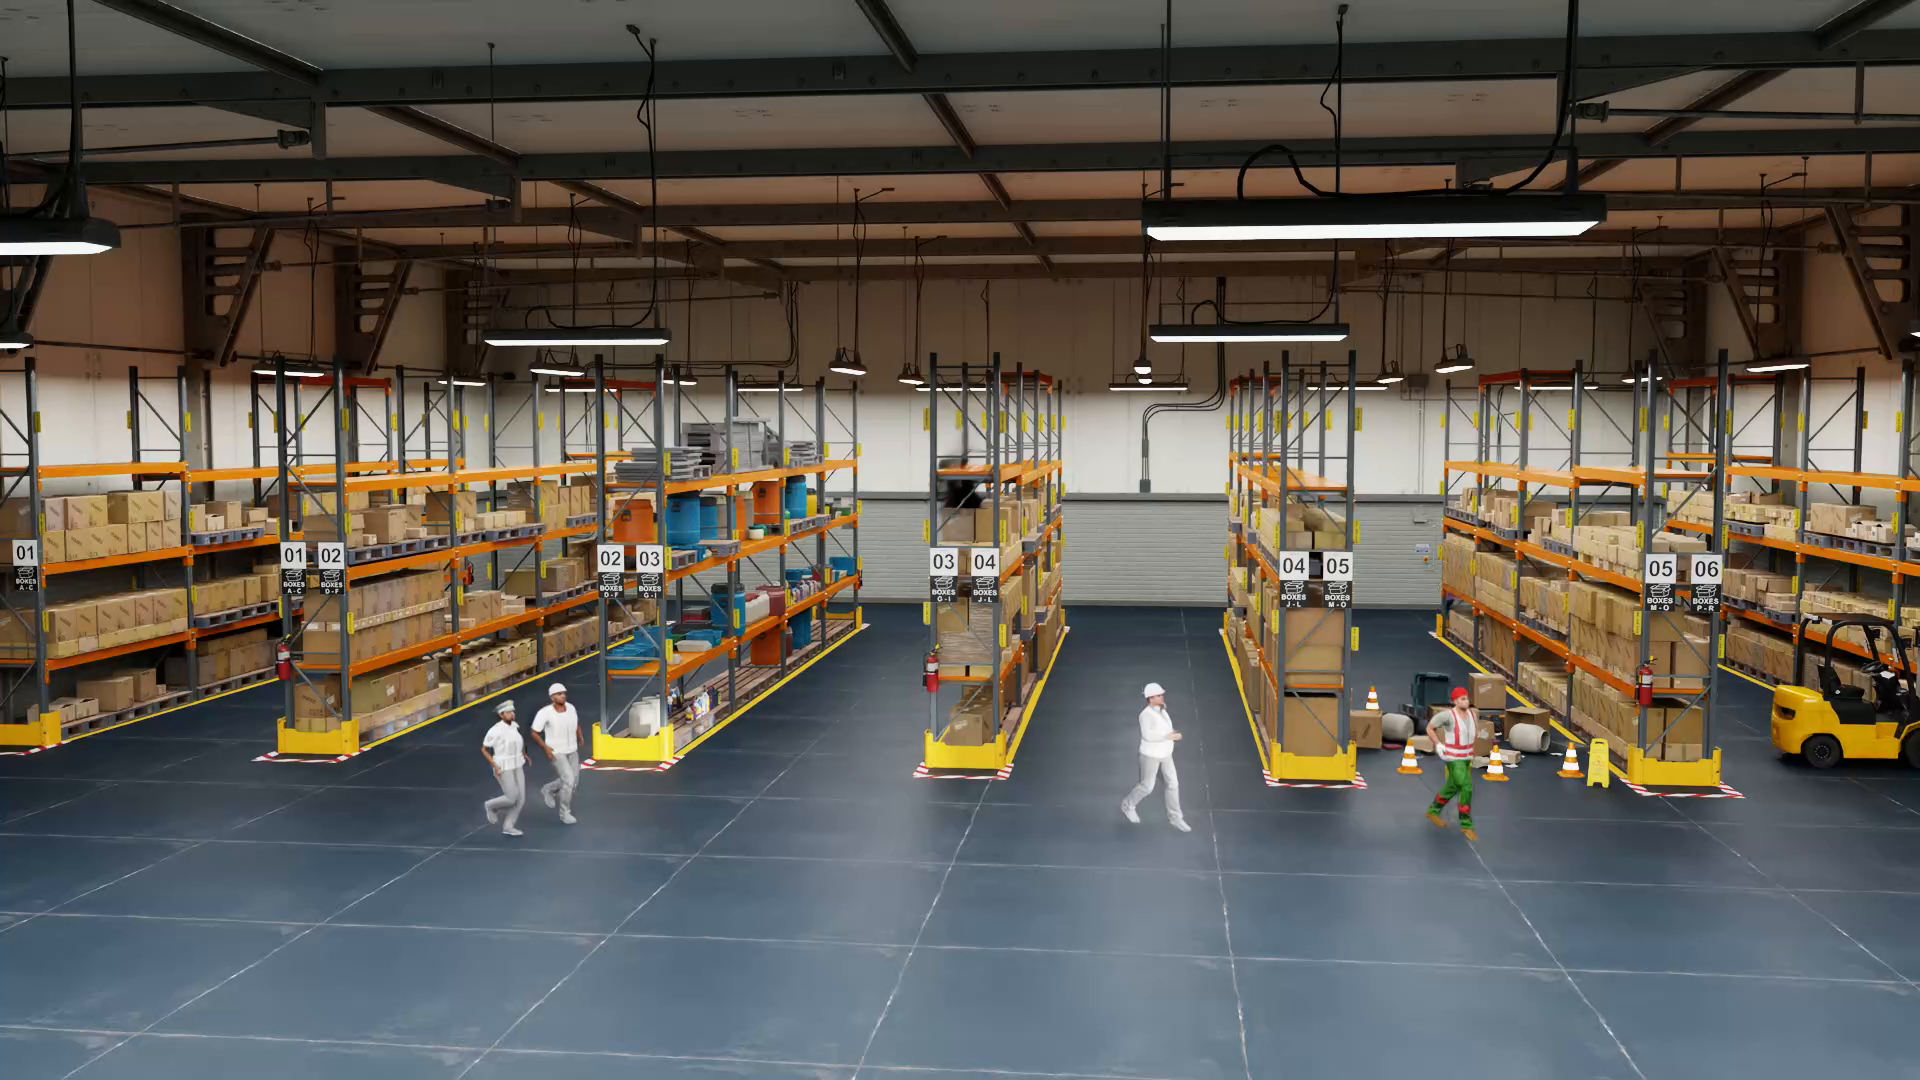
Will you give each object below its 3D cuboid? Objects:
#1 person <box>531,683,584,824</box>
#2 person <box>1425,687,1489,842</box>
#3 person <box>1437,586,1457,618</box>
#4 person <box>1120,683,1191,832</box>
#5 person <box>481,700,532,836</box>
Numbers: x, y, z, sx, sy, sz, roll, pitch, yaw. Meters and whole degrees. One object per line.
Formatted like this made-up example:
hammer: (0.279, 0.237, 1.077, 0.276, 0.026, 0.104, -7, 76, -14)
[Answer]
person: (-5.054, 2.664, 20.941, 0.669, 1.744, 0.693, 3, 5, 37)
person: (6.040, 2.684, 20.186, 0.623, 1.839, 0.845, -3, 5, -36)
person: (11.760, 1.395, 40.138, 0.559, 1.550, 0.553, 2, 5, 30)
person: (2.394, 2.651, 20.411, 0.918, 1.800, 0.645, 3, 5, 39)
person: (-5.482, 2.757, 20.184, 0.552, 1.649, 0.590, 2, 5, 31)
